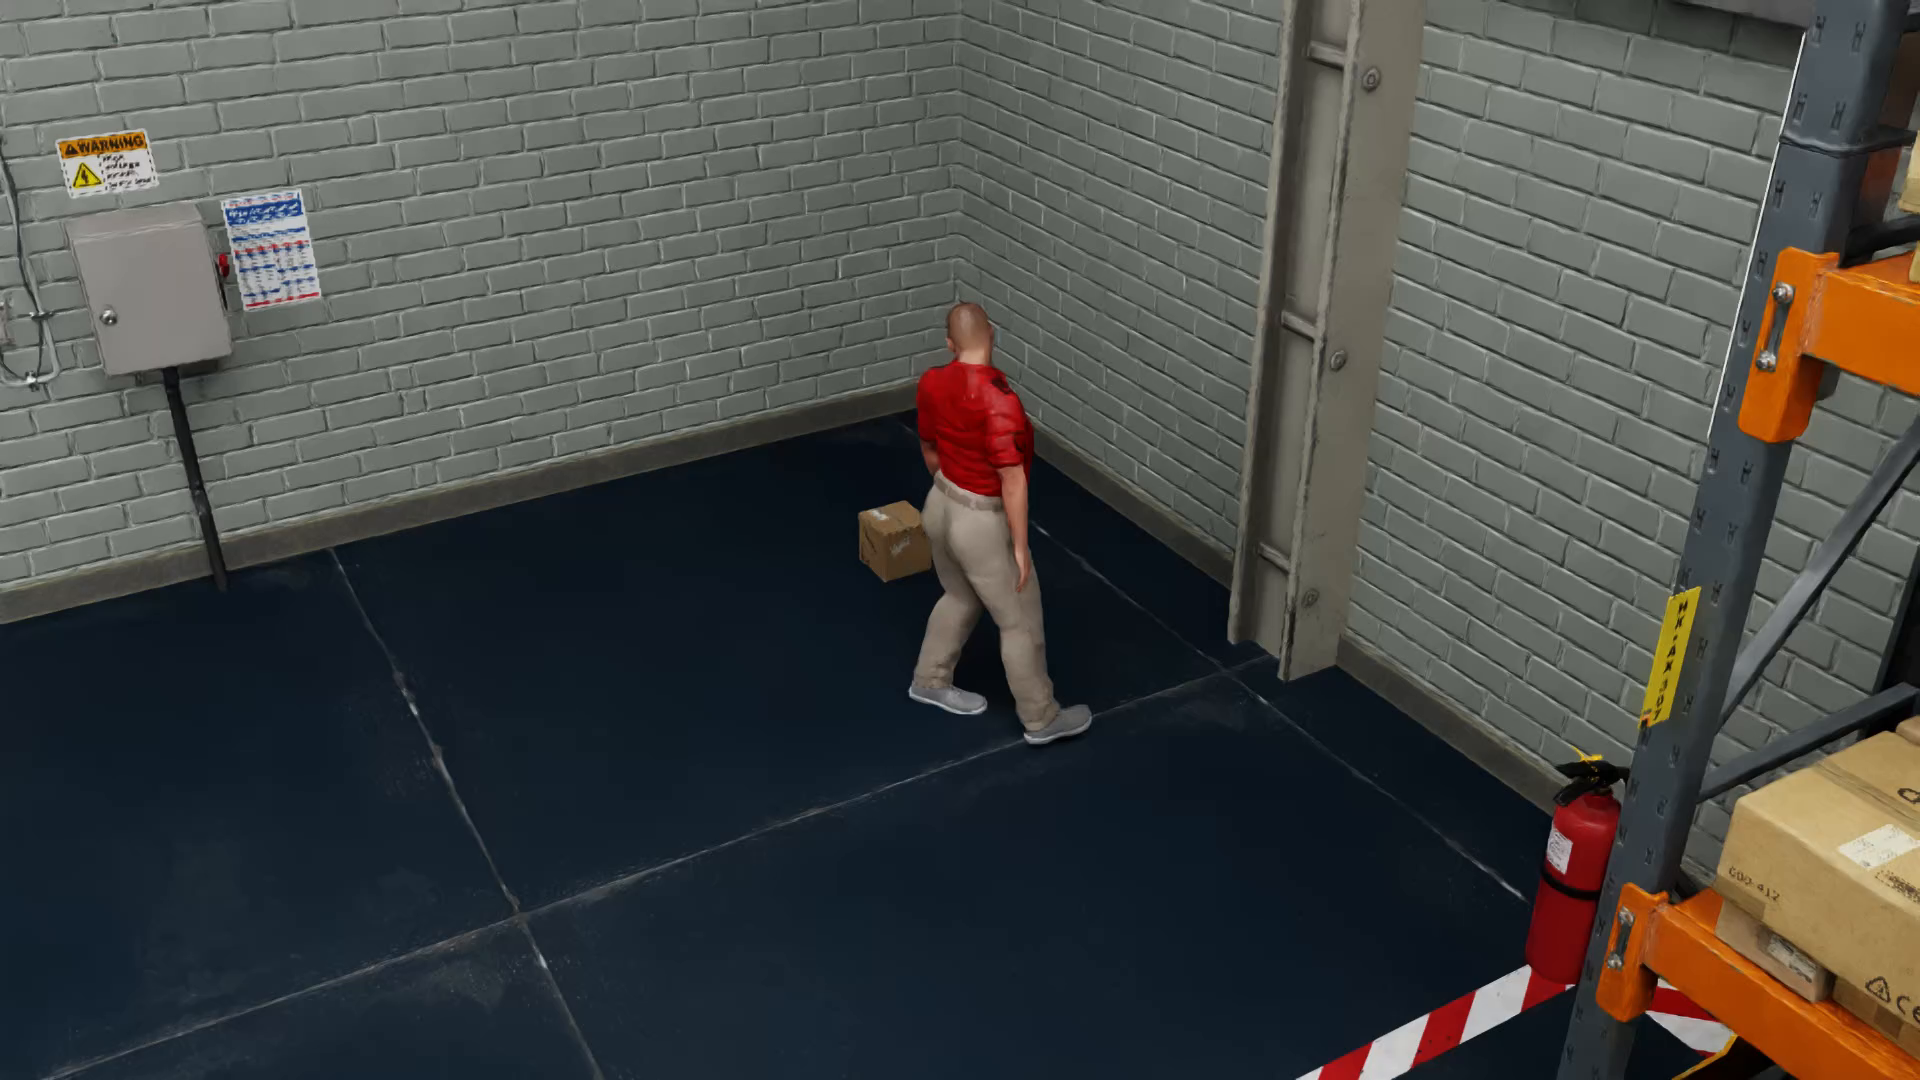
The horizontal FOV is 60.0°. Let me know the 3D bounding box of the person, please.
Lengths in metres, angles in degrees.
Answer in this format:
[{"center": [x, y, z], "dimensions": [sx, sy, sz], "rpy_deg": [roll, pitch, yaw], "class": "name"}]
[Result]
[{"center": [0.155, -0.057, 6.285], "dimensions": [0.555, 1.720, 0.661], "rpy_deg": [-16, 33, -26], "class": "person"}]
